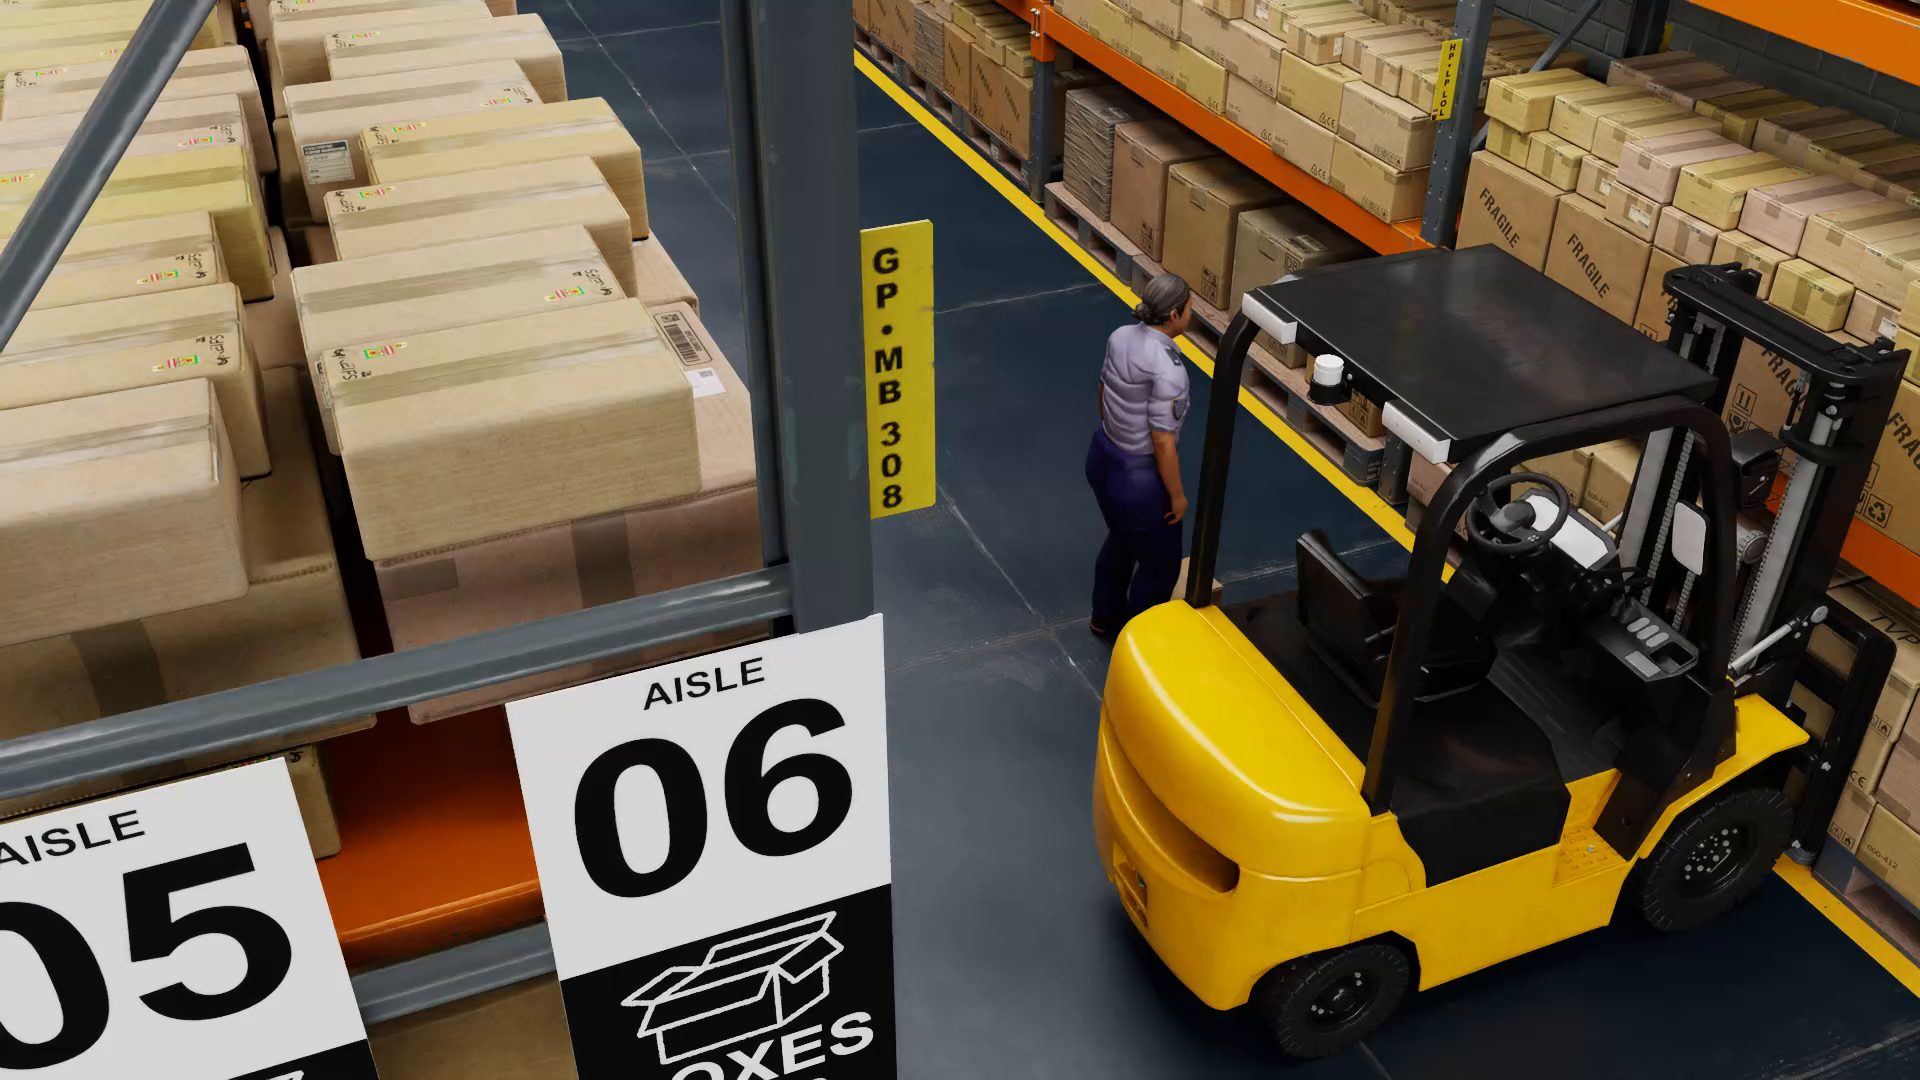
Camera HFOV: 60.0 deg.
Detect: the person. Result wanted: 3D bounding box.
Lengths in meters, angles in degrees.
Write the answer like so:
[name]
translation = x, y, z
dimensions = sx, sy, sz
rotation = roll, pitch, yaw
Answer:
[person]
translation = 0.712, -0.260, 6.539
dimensions = 0.367, 1.651, 0.549
rotation = -14, 36, -19
